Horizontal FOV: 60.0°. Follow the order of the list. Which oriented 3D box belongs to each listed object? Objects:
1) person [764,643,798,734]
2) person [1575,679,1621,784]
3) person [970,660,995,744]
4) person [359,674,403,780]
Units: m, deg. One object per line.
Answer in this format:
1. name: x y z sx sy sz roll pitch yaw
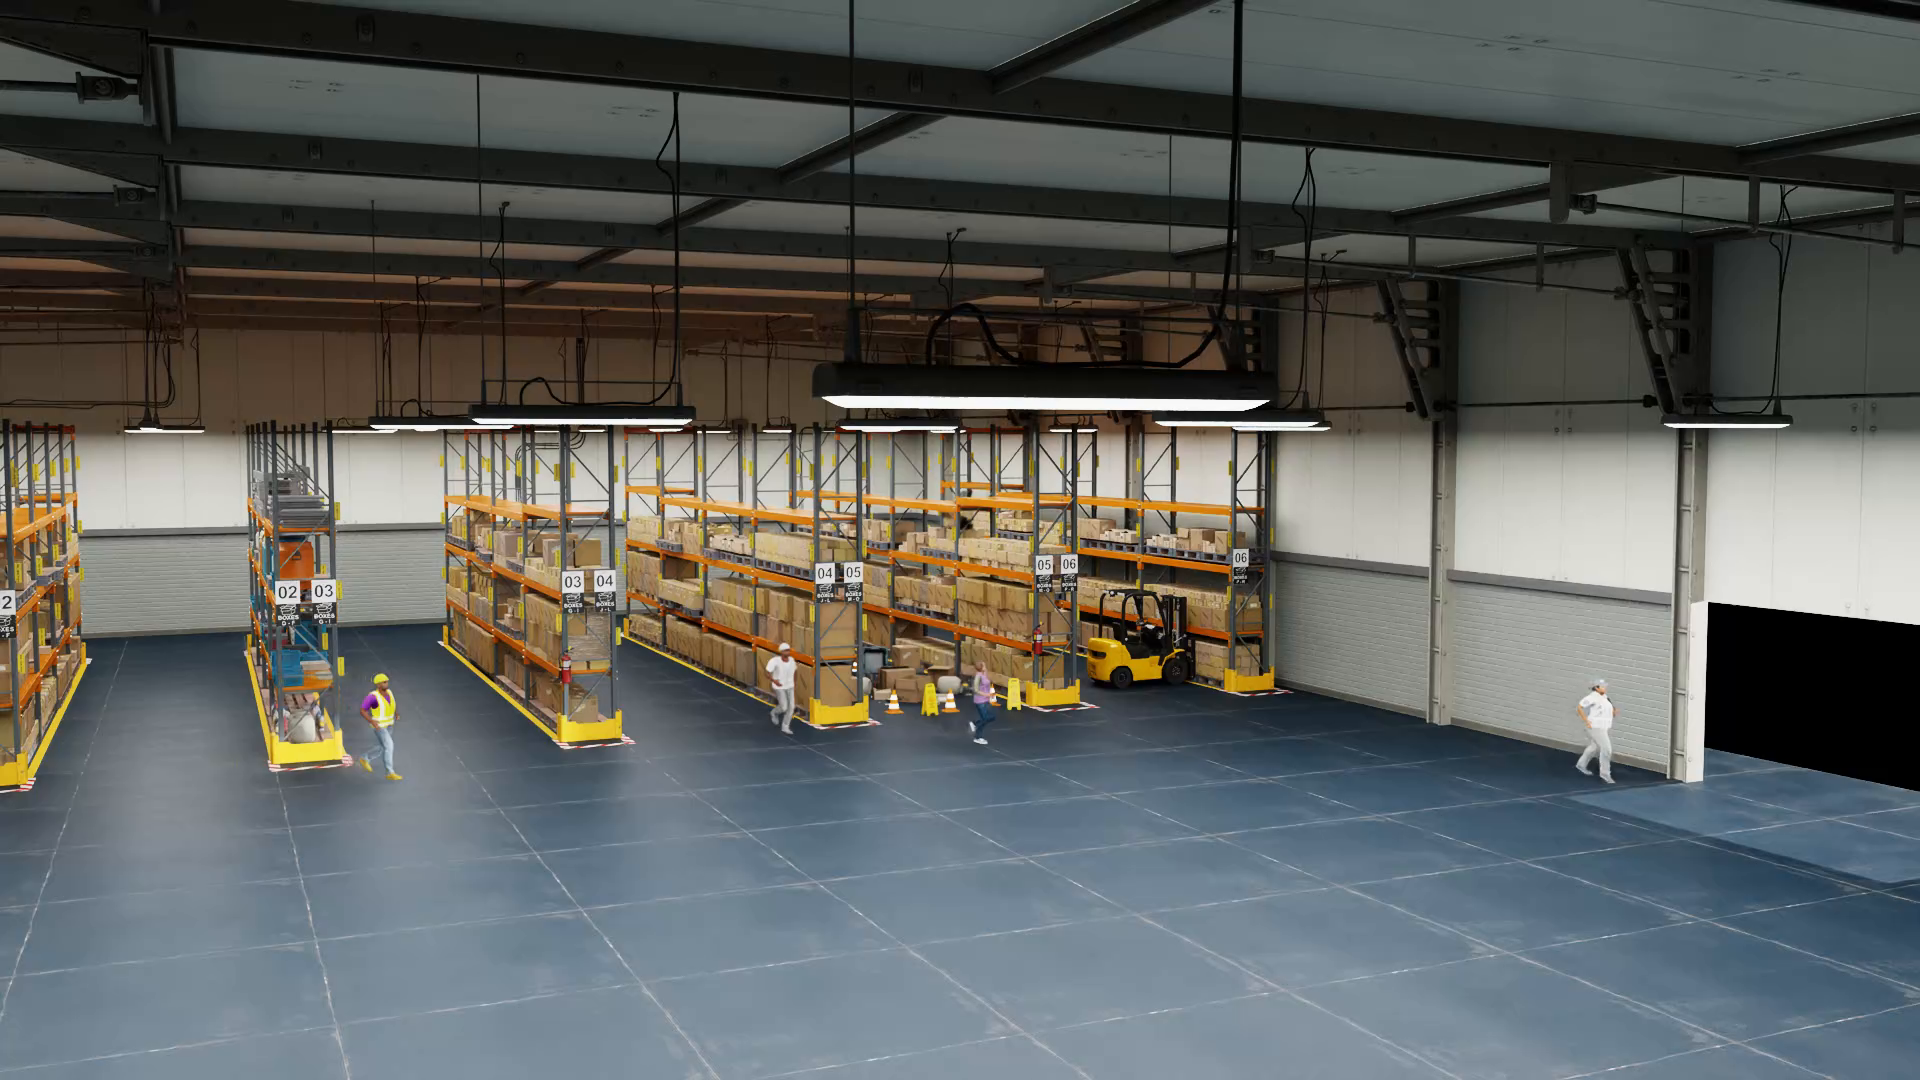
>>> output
1. person: -3.429 2.860 32.200 0.743 1.744 0.651 -3 4 -36
2. person: 10.595 3.163 27.660 0.771 1.727 0.581 3 5 43
3. person: 0.411 3.016 30.975 0.544 1.560 0.537 1 4 22
4. person: -9.666 3.098 27.688 0.869 1.757 0.694 1 4 17
